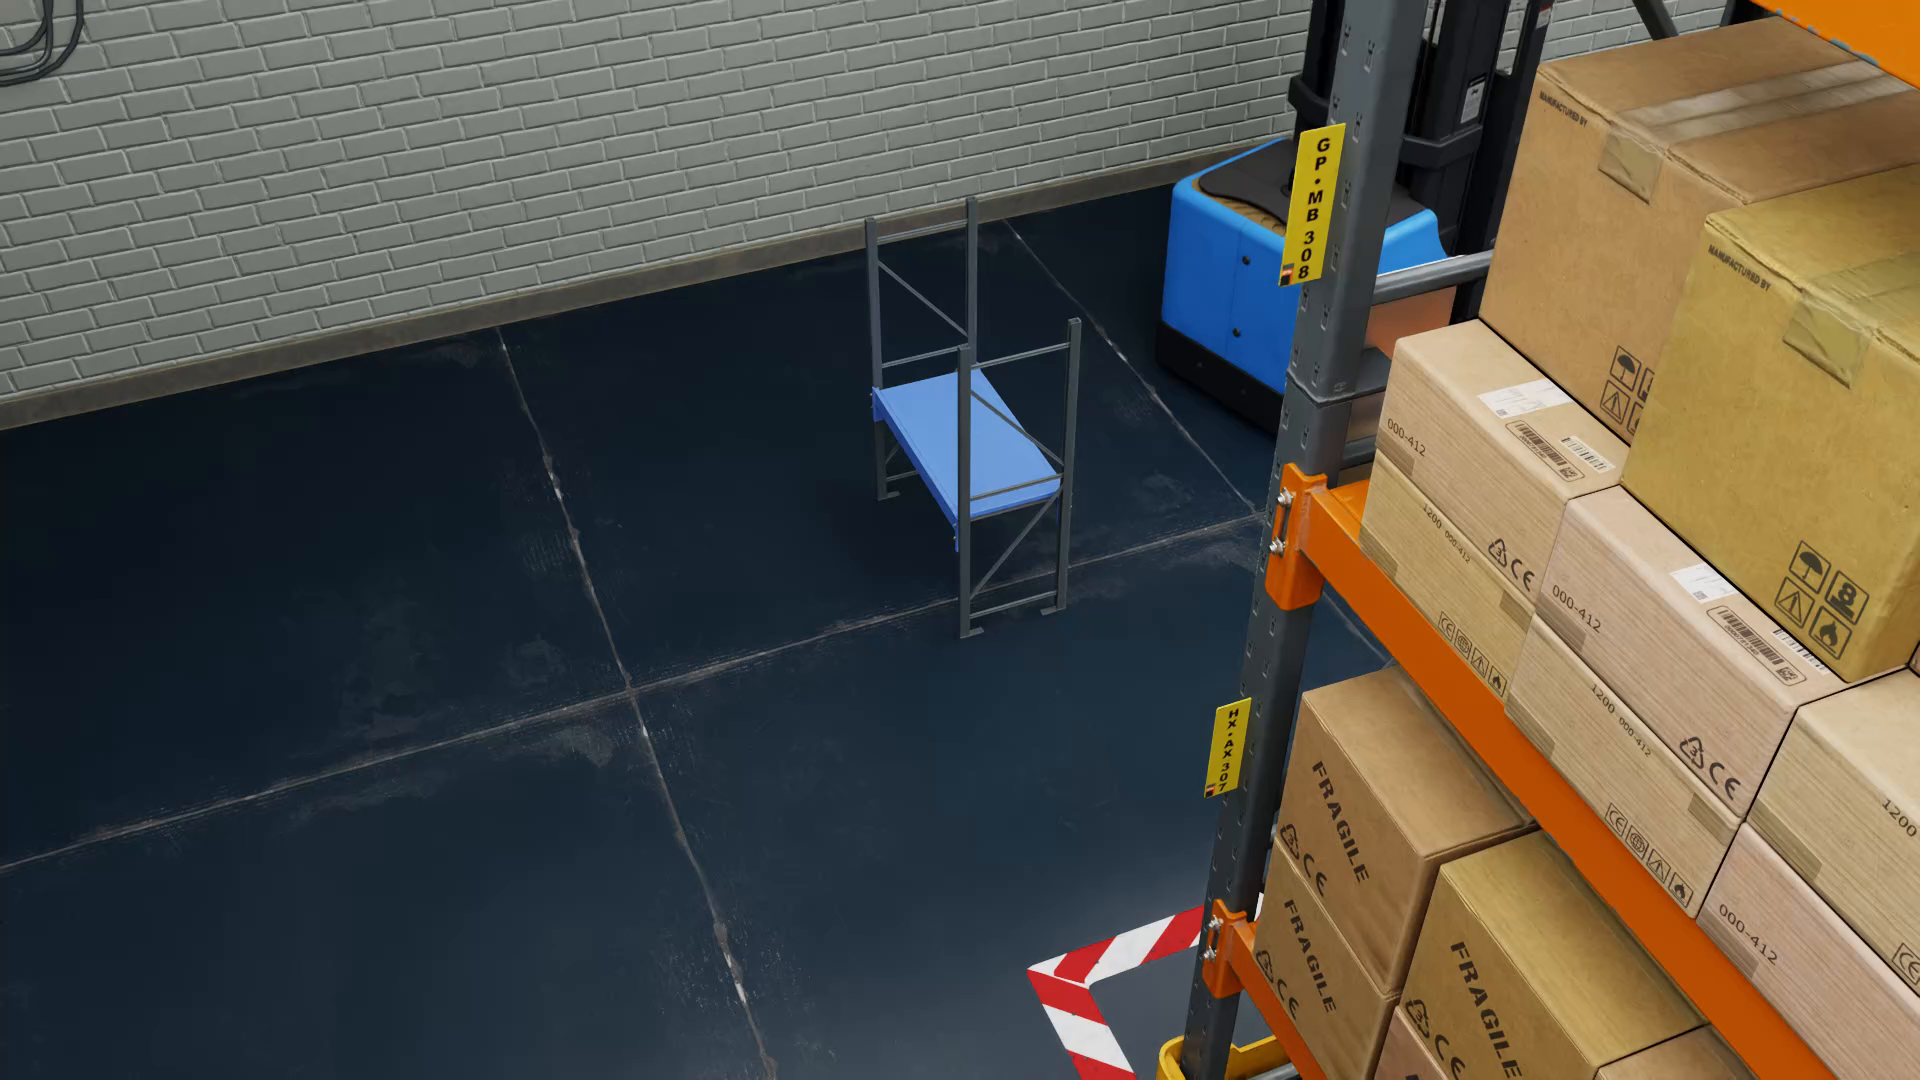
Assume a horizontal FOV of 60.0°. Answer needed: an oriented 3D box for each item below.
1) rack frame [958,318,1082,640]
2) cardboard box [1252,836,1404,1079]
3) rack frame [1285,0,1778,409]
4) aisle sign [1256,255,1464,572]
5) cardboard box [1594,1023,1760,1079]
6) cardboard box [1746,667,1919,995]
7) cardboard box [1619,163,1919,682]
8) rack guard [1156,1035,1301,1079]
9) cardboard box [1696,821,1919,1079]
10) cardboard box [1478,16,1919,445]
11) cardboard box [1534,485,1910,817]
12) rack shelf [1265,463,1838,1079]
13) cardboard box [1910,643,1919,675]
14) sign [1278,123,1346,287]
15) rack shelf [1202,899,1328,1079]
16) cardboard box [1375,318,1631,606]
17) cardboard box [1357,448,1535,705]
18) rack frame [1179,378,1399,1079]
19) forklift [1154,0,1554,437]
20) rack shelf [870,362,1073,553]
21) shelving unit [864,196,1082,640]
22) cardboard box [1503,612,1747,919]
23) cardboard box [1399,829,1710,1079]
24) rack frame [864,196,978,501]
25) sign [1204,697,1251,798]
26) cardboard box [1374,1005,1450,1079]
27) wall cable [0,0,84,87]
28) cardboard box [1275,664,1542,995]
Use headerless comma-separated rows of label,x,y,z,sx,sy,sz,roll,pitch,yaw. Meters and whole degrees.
rack frame,0.227,-0.211,6.764,0.500,1.500,0.032,-15,43,-17
cardboard box,1.090,1.003,4.125,0.500,0.500,0.500,-14,43,-16
rack frame,1.164,-1.567,2.589,1.000,3.000,0.127,-15,43,-17
aisle sign,0.867,-0.245,3.660,0.394,0.787,0.004,-15,43,-17
cardboard box,1.484,1.240,3.083,0.500,0.500,0.500,-15,43,-16
cardboard box,1.502,0.415,2.316,0.500,0.250,0.500,-15,43,-17
cardboard box,1.489,-0.219,2.478,0.700,0.500,0.500,-15,43,-17
rack guard,1.193,1.702,5.306,1.175,0.500,0.348,-15,43,-17
cardboard box,1.498,0.606,2.478,0.500,0.250,0.500,-15,43,-17
cardboard box,1.376,-0.541,2.853,0.700,0.500,0.500,-15,43,-17
cardboard box,1.305,0.115,2.665,0.500,0.250,0.500,-15,43,-17
rack shelf,1.929,1.048,2.400,1.077,0.370,4.000,-15,43,-17
cardboard box,1.779,0.056,2.159,0.700,0.500,0.500,-15,43,-17
sign,0.663,-0.625,3.124,0.100,0.325,0.005,-15,43,-17
rack shelf,1.929,2.186,3.378,1.077,0.370,4.000,-15,43,-17
cardboard box,1.120,-0.187,3.017,0.500,0.250,0.500,-15,43,-17
cardboard box,1.126,0.001,3.182,0.500,0.250,0.500,-15,43,-17
rack frame,1.164,0.708,4.545,1.000,3.000,0.127,-15,43,-17
forklift,2.478,-2.385,8.194,3.031,2.935,1.130,-28,48,-28
rack shelf,0.033,-0.381,7.237,0.538,0.185,1.000,-15,43,-17
shelving unit,0.033,-0.517,7.120,0.538,1.500,1.048,-15,43,-17
cardboard box,1.305,0.305,2.828,0.500,0.250,0.500,-15,43,-17
cardboard box,1.297,0.937,3.435,0.500,0.500,0.500,-15,43,-16
rack frame,-0.162,-0.824,7.476,0.500,1.500,0.032,-15,43,-17
sign,0.663,0.515,4.105,0.100,0.325,0.005,-15,43,-17
cardboard box,1.292,1.313,3.765,0.500,0.500,0.500,-16,43,-17
wall cable,-5.245,-2.647,6.227,3.097,2.526,0.112,-15,43,-17
cardboard box,1.090,0.624,3.799,0.500,0.500,0.500,-14,43,-16
